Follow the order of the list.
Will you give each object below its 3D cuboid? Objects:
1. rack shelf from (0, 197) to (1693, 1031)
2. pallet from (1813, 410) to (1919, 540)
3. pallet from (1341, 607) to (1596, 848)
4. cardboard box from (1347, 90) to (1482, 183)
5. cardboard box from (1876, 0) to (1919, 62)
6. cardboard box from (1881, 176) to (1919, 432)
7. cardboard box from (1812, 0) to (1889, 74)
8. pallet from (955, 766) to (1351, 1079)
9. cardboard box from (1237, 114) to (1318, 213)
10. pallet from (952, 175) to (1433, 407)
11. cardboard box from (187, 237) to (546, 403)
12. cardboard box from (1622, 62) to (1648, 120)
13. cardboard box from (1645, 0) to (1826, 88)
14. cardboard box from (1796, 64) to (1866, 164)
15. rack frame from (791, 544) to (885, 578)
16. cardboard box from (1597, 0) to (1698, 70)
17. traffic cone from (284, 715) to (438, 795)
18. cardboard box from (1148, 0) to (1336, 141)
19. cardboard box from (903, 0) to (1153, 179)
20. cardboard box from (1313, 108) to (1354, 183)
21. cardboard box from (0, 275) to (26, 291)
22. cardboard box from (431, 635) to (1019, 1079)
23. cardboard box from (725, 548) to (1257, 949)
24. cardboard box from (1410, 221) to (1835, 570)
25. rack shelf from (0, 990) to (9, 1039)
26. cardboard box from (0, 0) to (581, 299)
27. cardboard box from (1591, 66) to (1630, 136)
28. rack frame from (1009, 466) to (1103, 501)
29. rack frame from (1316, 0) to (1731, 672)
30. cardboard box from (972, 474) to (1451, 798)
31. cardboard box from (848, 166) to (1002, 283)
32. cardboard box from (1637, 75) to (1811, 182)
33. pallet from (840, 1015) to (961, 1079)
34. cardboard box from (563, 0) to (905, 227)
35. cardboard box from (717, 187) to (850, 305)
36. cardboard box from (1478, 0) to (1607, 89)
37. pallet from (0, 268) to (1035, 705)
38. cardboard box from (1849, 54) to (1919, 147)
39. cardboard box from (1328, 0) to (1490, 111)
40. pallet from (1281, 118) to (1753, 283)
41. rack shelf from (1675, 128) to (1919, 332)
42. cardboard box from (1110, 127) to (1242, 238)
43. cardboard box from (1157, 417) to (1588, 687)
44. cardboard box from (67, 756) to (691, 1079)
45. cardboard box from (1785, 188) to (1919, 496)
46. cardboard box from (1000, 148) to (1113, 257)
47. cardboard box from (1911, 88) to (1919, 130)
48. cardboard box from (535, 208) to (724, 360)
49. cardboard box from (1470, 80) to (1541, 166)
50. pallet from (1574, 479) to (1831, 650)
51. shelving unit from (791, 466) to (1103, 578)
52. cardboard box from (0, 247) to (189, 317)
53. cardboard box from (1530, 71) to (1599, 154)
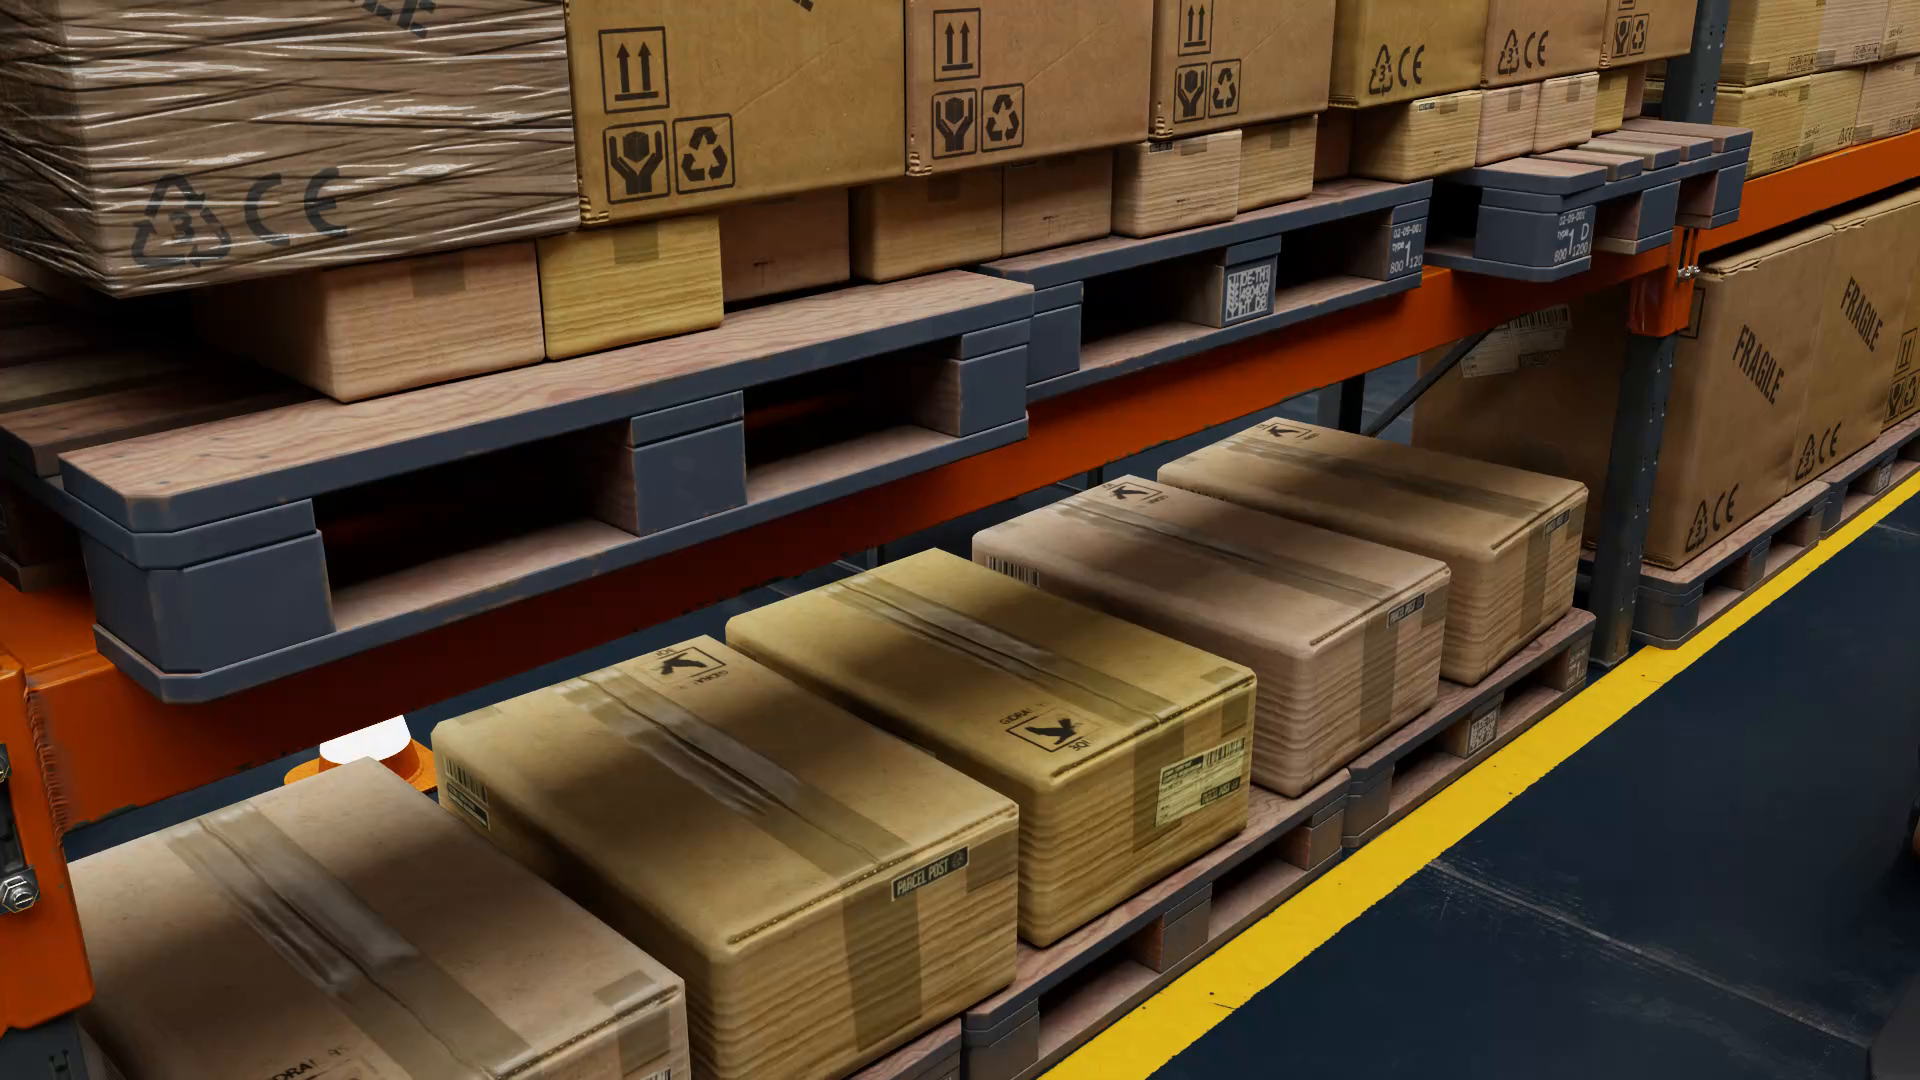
[{"bbox_3d":[0.093,-0.326,3.244,1.077,0.370,4.000,19,28,41],"label":"rack shelf"},{"bbox_3d":[2.944,-0.370,6.243,1.003,0.211,1.213,19,28,41],"label":"pallet"},{"bbox_3d":[0.942,0.326,4.431,1.003,0.211,1.213,19,28,41],"label":"pallet"},{"bbox_3d":[0.786,-0.811,3.269,0.250,0.149,0.380,-20,28,-41],"label":"cardboard box"},{"bbox_3d":[2.737,-1.665,5.238,0.500,0.250,0.500,19,28,40],"label":"cardboard box"},{"bbox_3d":[3.279,-0.995,6.358,0.875,0.875,0.875,-19,28,-40],"label":"cardboard box"},{"bbox_3d":[2.380,-1.540,4.913,0.500,0.250,0.500,-19,28,-41],"label":"cardboard box"},{"bbox_3d":[0.091,0.638,3.619,1.003,0.211,1.213,19,28,41],"label":"pallet"},{"bbox_3d":[0.404,-0.693,2.962,0.380,0.149,0.250,18,27,39],"label":"cardboard box"},{"bbox_3d":[0.137,-0.567,3.136,1.003,0.211,1.213,19,28,41],"label":"pallet"},{"bbox_3d":[-0.690,-0.289,1.911,0.250,0.149,0.380,-20,28,-41],"label":"cardboard box"},{"bbox_3d":[1.428,-1.111,4.050,0.250,0.149,0.380,-19,28,-40],"label":"cardboard box"},{"bbox_3d":[2.019,-1.408,4.568,0.500,0.250,0.500,19,28,40],"label":"cardboard box"},{"bbox_3d":[2.356,-1.305,4.998,0.500,0.250,0.500,18,28,39],"label":"cardboard box"},{"bbox_3d":[-0.414,-0.547,4.908,0.500,1.500,0.032,19,28,41],"label":"rack frame"},{"bbox_3d":[1.371,-1.371,3.821,0.500,0.500,0.500,18,28,39],"label":"cardboard box"},{"bbox_3d":[-1.440,0.367,3.973,0.336,0.463,0.334,19,28,41],"label":"traffic cone"},{"bbox_3d":[0.285,-0.965,2.765,0.500,0.500,0.500,18,27,39],"label":"cardboard box"},{"bbox_3d":[-0.066,-0.830,2.415,0.500,0.500,0.500,19,28,40],"label":"cardboard box"},{"bbox_3d":[0.521,-0.778,3.183,0.380,0.149,0.250,20,28,41],"label":"cardboard box"},{"bbox_3d":[-3.875,-0.935,6.378,1.050,0.750,0.750,19,28,41],"label":"cardboard box"},{"bbox_3d":[-0.439,0.562,3.009,0.625,0.372,0.950,-18,27,-39],"label":"cardboard box"},{"bbox_3d":[0.045,0.383,3.475,0.625,0.372,0.950,-19,28,-40],"label":"cardboard box"},{"bbox_3d":[2.030,-0.537,5.166,0.875,0.875,0.875,19,28,40],"label":"cardboard box"},{"bbox_3d":[-2.697,0.702,0.569,1.077,0.370,4.000,19,28,41],"label":"rack shelf"},{"bbox_3d":[-0.769,-0.578,1.758,0.500,0.500,0.500,-19,28,-41],"label":"cardboard box"},{"bbox_3d":[1.293,-1.024,3.823,0.250,0.149,0.380,-20,28,-41],"label":"cardboard box"},{"bbox_3d":[0.295,-0.809,5.588,0.500,1.500,0.032,19,28,41],"label":"rack frame"},{"bbox_3d":[1.489,-1.176,4.453,1.000,3.000,0.127,19,28,41],"label":"rack frame"},{"bbox_3d":[0.578,0.189,3.979,0.950,0.372,0.625,19,28,40],"label":"cardboard box"},{"bbox_3d":[-0.157,-0.499,2.456,0.250,0.149,0.380,-20,28,-41],"label":"cardboard box"},{"bbox_3d":[2.010,-1.169,4.643,0.500,0.250,0.500,19,28,40],"label":"cardboard box"},{"bbox_3d":[-0.760,0.954,2.799,1.003,0.211,1.213,19,28,41],"label":"pallet"},{"bbox_3d":[-0.420,-0.707,2.093,0.500,0.500,0.500,19,28,41],"label":"cardboard box"},{"bbox_3d":[-0.366,-0.443,2.312,0.250,0.149,0.380,-18,27,-39],"label":"cardboard box"},{"bbox_3d":[1.018,-1.235,3.468,0.500,0.500,0.500,19,28,40],"label":"cardboard box"},{"bbox_3d":[-0.664,-0.218,2.228,1.003,0.211,1.213,19,28,41],"label":"pallet"},{"bbox_3d":[2.726,-1.438,5.345,0.500,0.250,0.500,-19,28,-40],"label":"cardboard box"},{"bbox_3d":[0.667,-1.105,3.130,0.500,0.500,0.500,17,27,37],"label":"cardboard box"},{"bbox_3d":[1.068,-0.876,3.941,1.213,0.211,1.003,19,28,41],"label":"pallet"},{"bbox_3d":[2.884,-1.354,5.919,1.077,0.370,4.000,19,28,41],"label":"rack shelf"},{"bbox_3d":[0.239,-0.617,2.765,0.250,0.149,0.380,-19,28,-40],"label":"cardboard box"},{"bbox_3d":[1.087,-0.002,4.477,0.950,0.372,0.625,17,27,37],"label":"cardboard box"},{"bbox_3d":[-0.938,0.748,2.526,0.950,0.372,0.625,20,29,41],"label":"cardboard box"},{"bbox_3d":[2.655,-0.765,5.760,0.875,0.875,0.875,20,29,41],"label":"cardboard box"},{"bbox_3d":[0.017,-0.562,2.621,0.380,0.149,0.250,20,28,41],"label":"cardboard box"},{"bbox_3d":[3.068,-1.566,5.677,0.500,0.250,0.500,19,28,41],"label":"cardboard box"},{"bbox_3d":[-0.509,-0.351,2.072,0.250,0.149,0.380,-19,28,-41],"label":"cardboard box"},{"bbox_3d":[0.968,-0.886,3.463,0.380,0.149,0.250,18,27,38],"label":"cardboard box"},{"bbox_3d":[2.093,-0.058,5.431,1.003,0.211,1.213,19,28,41],"label":"pallet"},{"bbox_3d":[-0.059,-0.678,5.248,0.538,1.500,1.048,19,28,41],"label":"shelving unit"},{"bbox_3d":[-1.141,-0.428,2.271,0.250,0.149,0.380,-20,28,-41],"label":"cardboard box"},{"bbox_3d":[1.150,-0.948,3.626,0.380,0.149,0.250,19,28,40],"label":"cardboard box"}]
